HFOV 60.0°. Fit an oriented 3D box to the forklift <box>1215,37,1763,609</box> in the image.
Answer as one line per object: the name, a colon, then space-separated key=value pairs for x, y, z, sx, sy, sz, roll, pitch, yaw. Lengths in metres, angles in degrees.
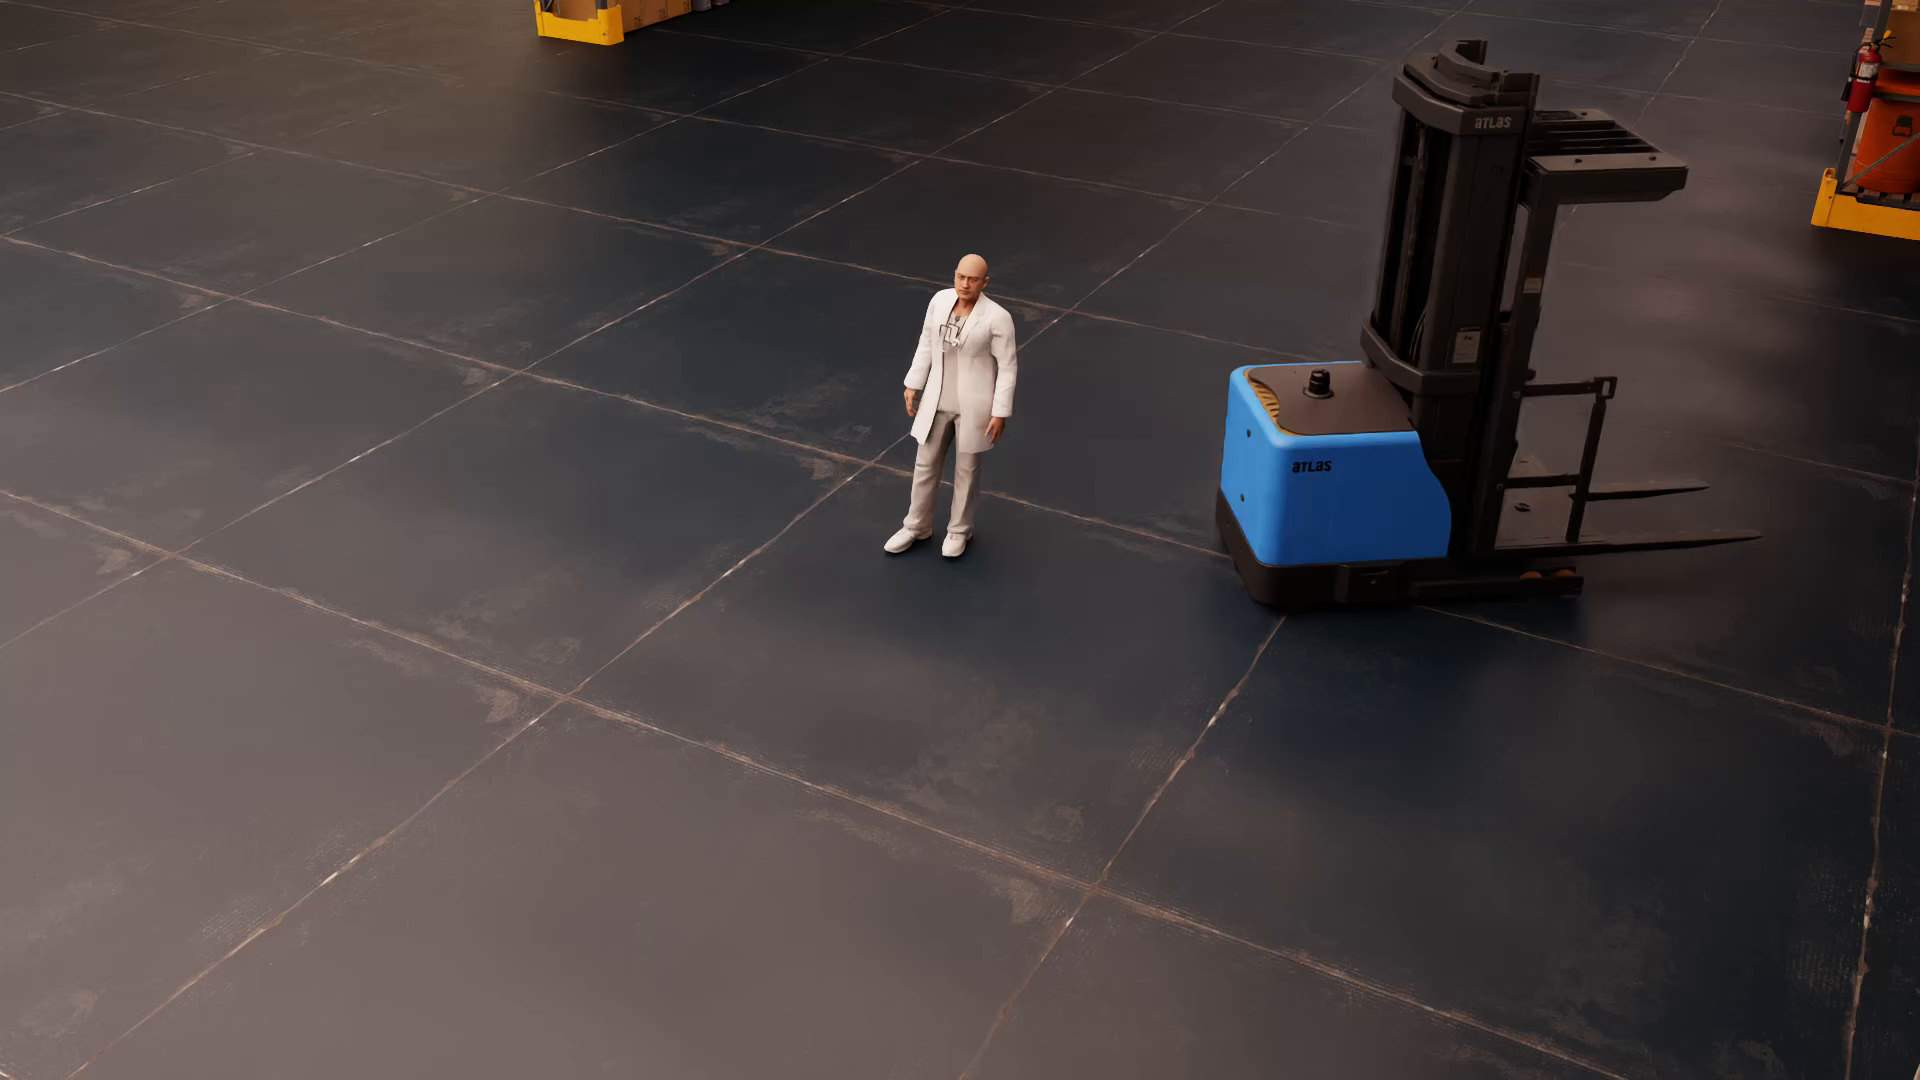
forklift: x=3.095 y=-1.185 z=9.125 sx=3.031 sy=2.935 sz=1.130 roll=-3 pitch=30 yaw=-5

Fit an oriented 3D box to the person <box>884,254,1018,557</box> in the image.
person: x=-0.048 y=-0.738 z=9.489 sx=0.696 sy=1.776 sz=0.581 roll=15 pitch=33 yaw=25
